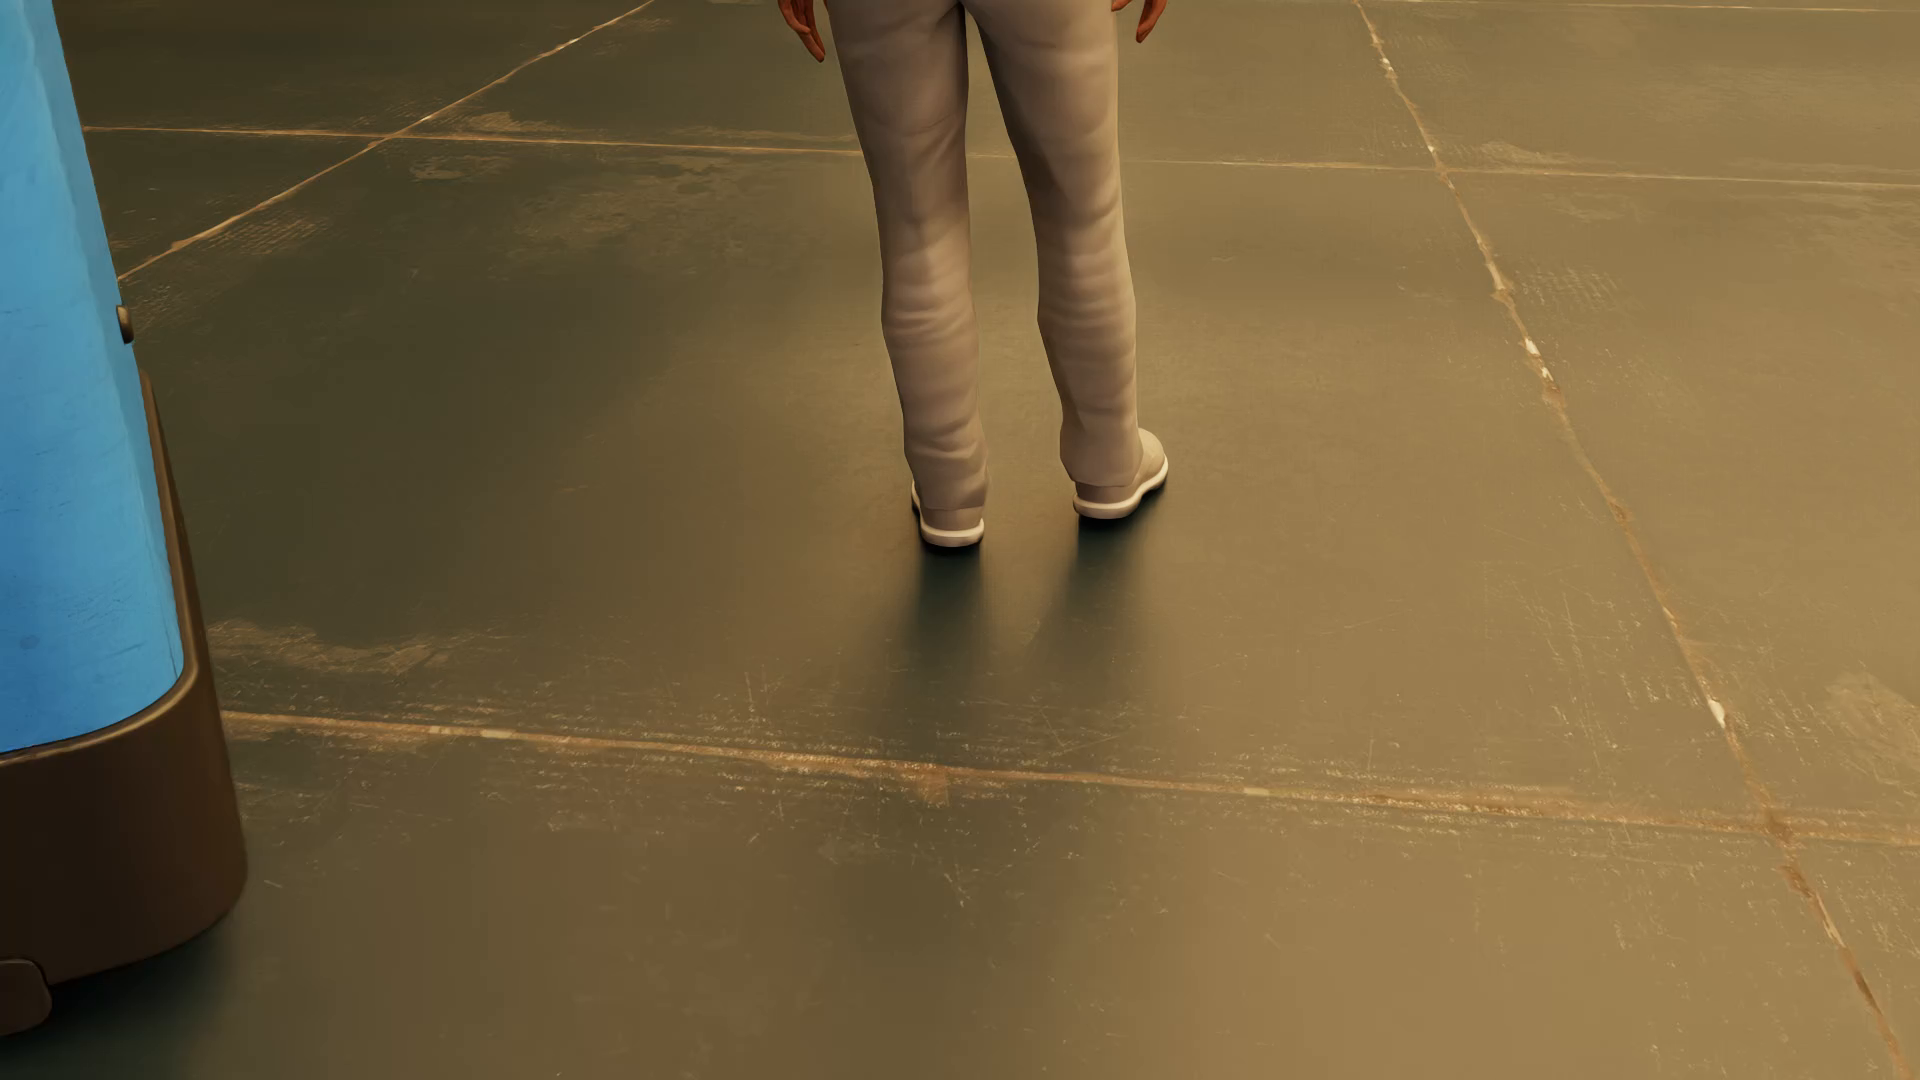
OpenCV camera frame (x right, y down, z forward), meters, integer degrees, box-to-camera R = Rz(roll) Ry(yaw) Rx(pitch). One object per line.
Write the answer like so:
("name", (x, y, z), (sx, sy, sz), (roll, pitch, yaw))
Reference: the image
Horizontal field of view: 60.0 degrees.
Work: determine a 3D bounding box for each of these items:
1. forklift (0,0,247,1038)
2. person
("forklift", (-2.262, -0.783, 0.786), (3.031, 2.935, 1.130), (-13, 29, -24))
("person", (0.029, -0.797, 2.183), (0.570, 1.697, 0.528), (3, 27, 7))
